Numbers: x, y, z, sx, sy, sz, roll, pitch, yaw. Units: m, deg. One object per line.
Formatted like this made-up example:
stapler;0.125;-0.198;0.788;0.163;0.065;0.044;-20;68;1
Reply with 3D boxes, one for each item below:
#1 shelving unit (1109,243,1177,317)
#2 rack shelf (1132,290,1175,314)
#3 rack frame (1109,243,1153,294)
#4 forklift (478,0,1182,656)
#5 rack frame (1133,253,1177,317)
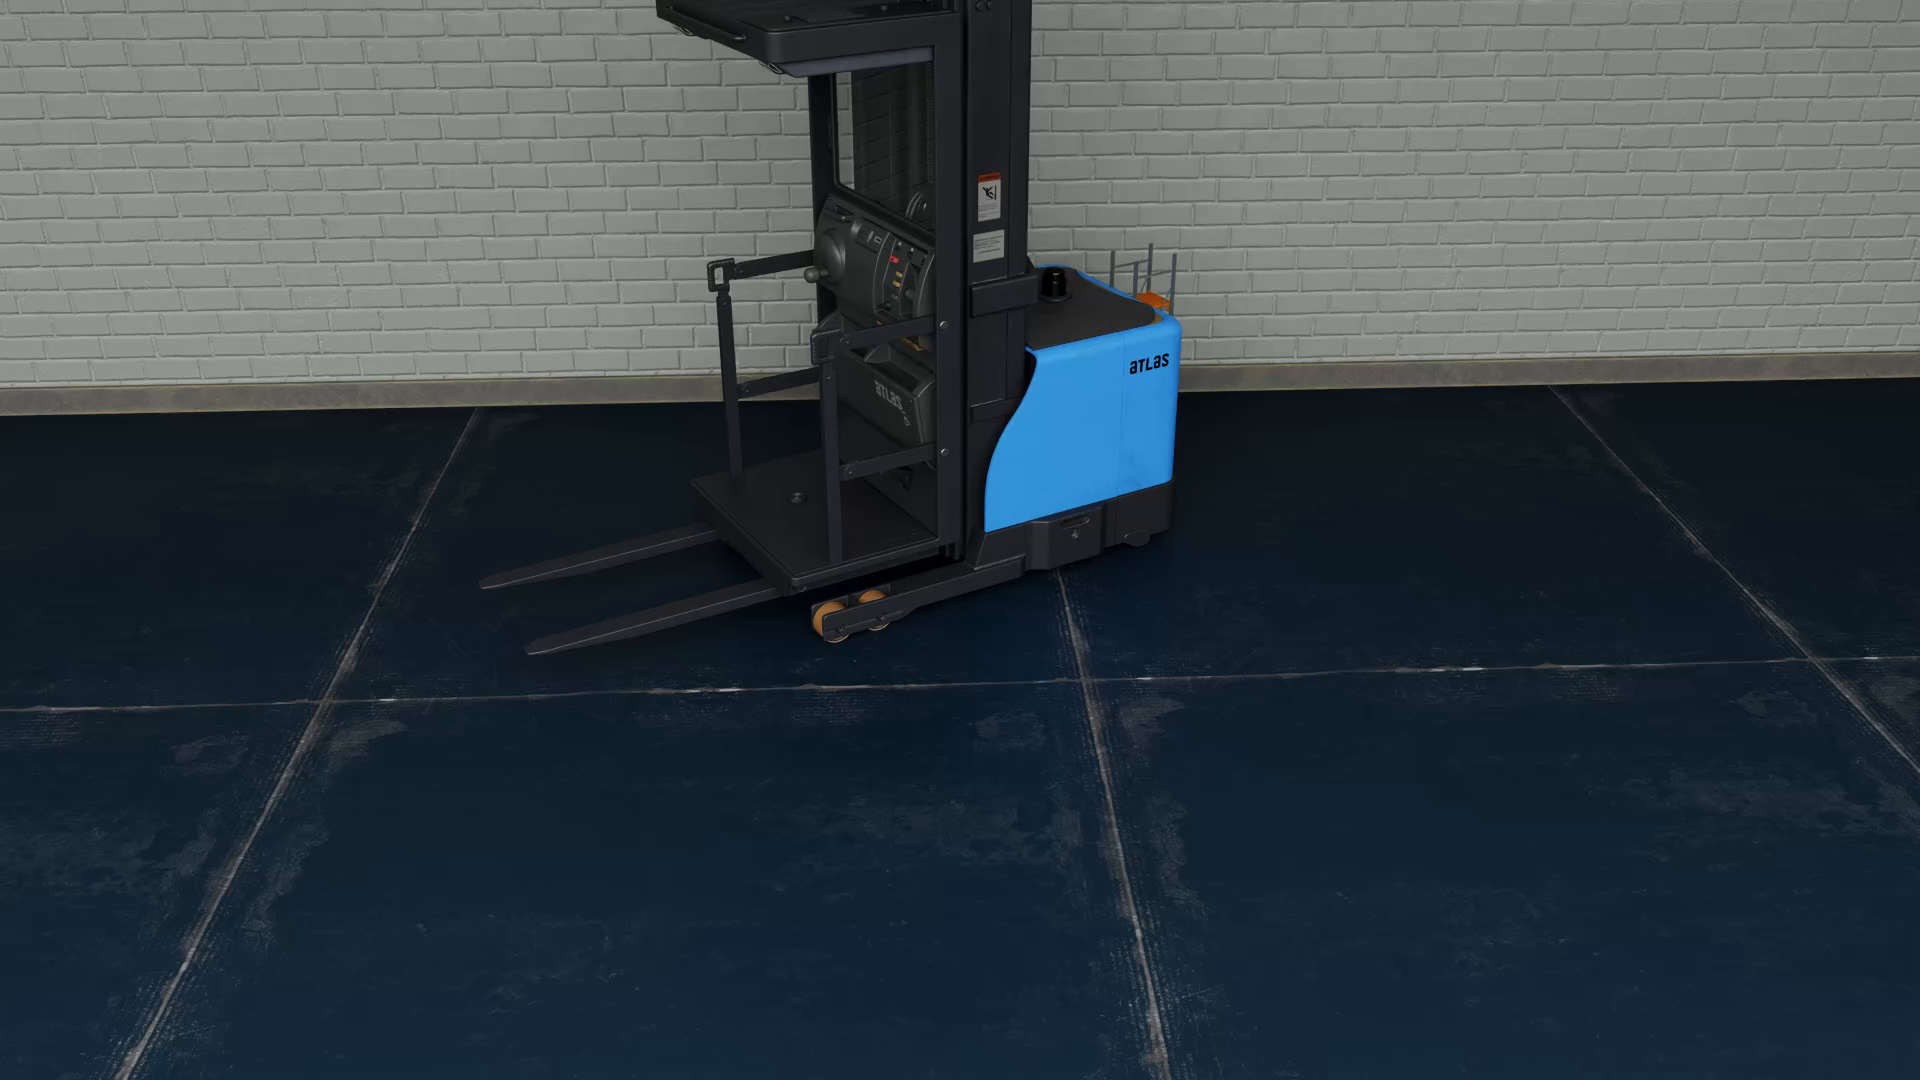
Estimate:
shelving unit;0.854;-0.805;7.995;0.258;1.200;0.189;-15;31;-27
rack shelf;0.854;-1.084;7.849;0.258;0.103;0.180;-15;31;-27
rack frame;0.807;-0.841;8.065;0.240;1.200;0.006;-15;31;-27
forklift;-0.539;-1.151;6.787;3.031;2.935;1.130;-15;31;-27
rack frame;0.901;-0.768;7.926;0.240;1.200;0.006;-15;31;-27
